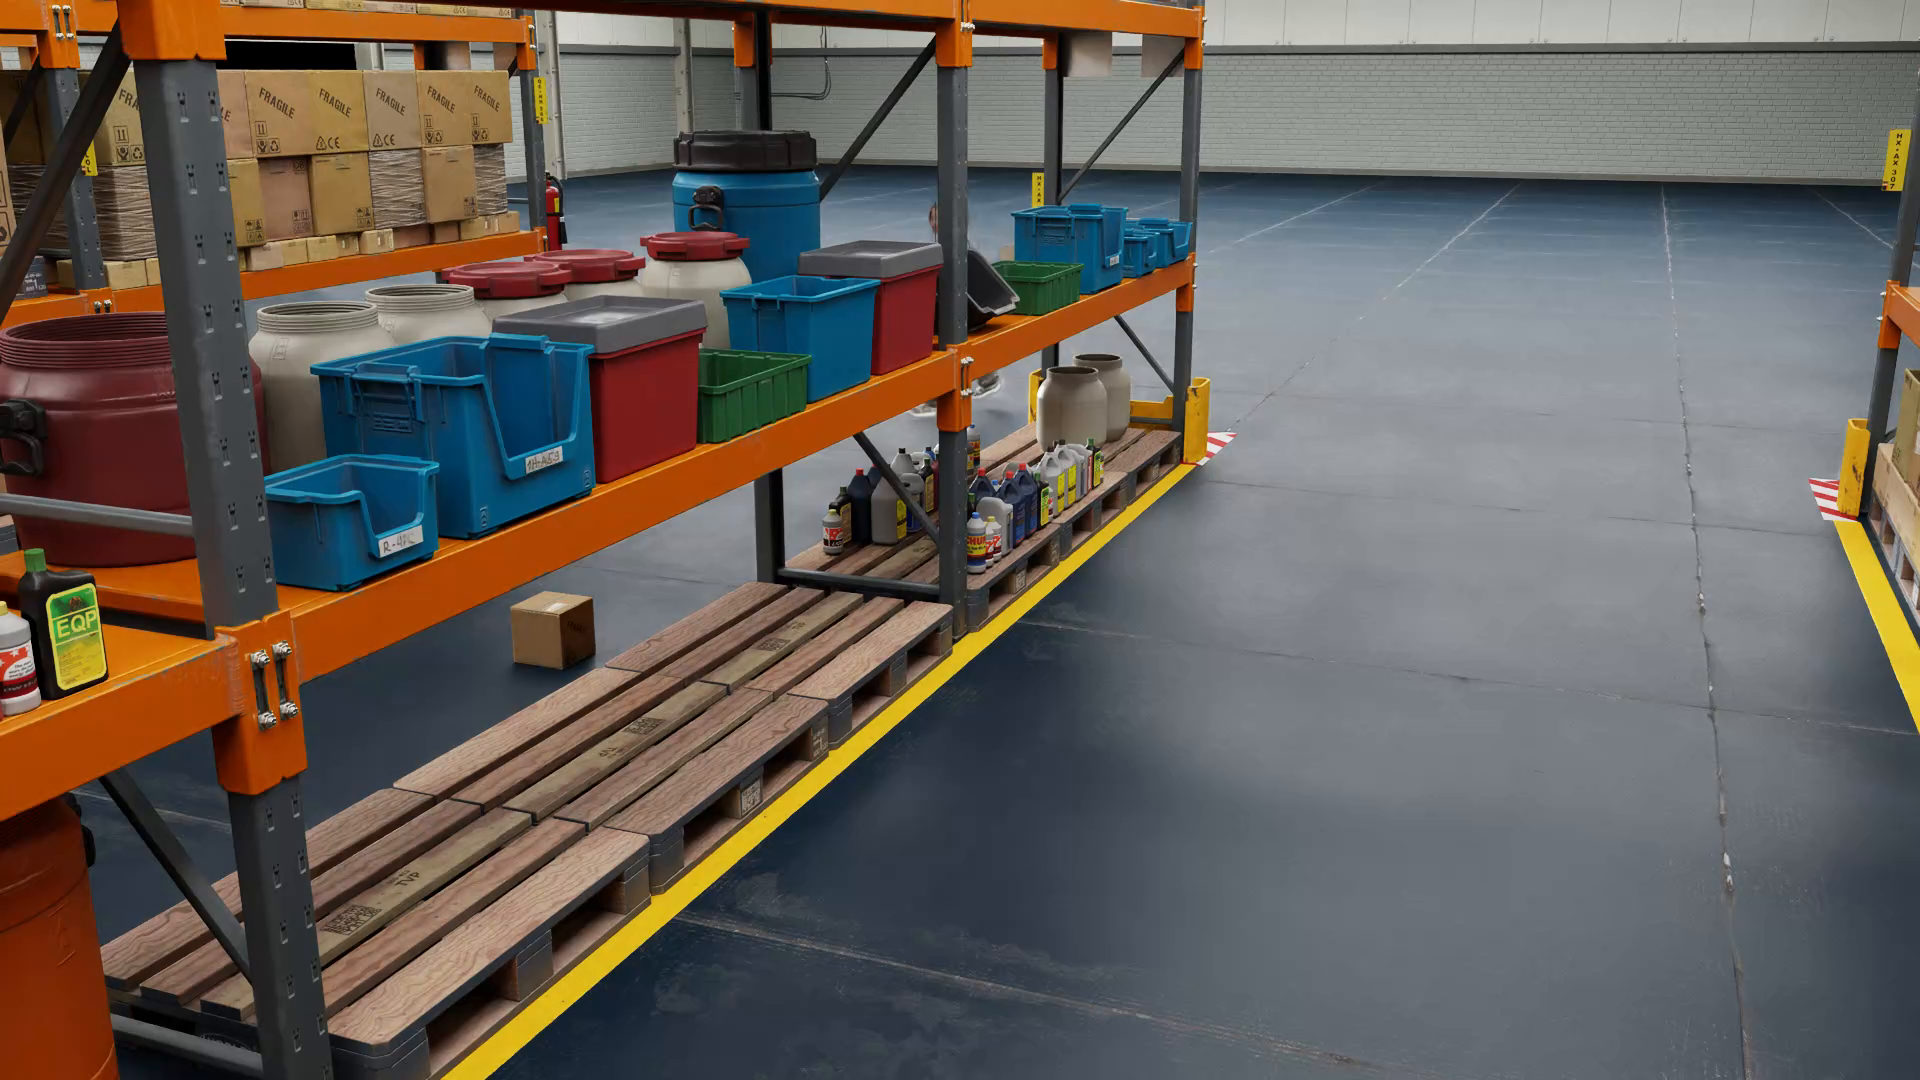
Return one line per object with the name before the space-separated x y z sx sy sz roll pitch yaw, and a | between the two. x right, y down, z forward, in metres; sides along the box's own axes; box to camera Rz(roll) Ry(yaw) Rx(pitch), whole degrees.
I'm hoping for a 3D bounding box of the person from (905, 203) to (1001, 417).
person | -0.026 -1.667 12.008 0.840 1.539 0.460 -10 18 -31
